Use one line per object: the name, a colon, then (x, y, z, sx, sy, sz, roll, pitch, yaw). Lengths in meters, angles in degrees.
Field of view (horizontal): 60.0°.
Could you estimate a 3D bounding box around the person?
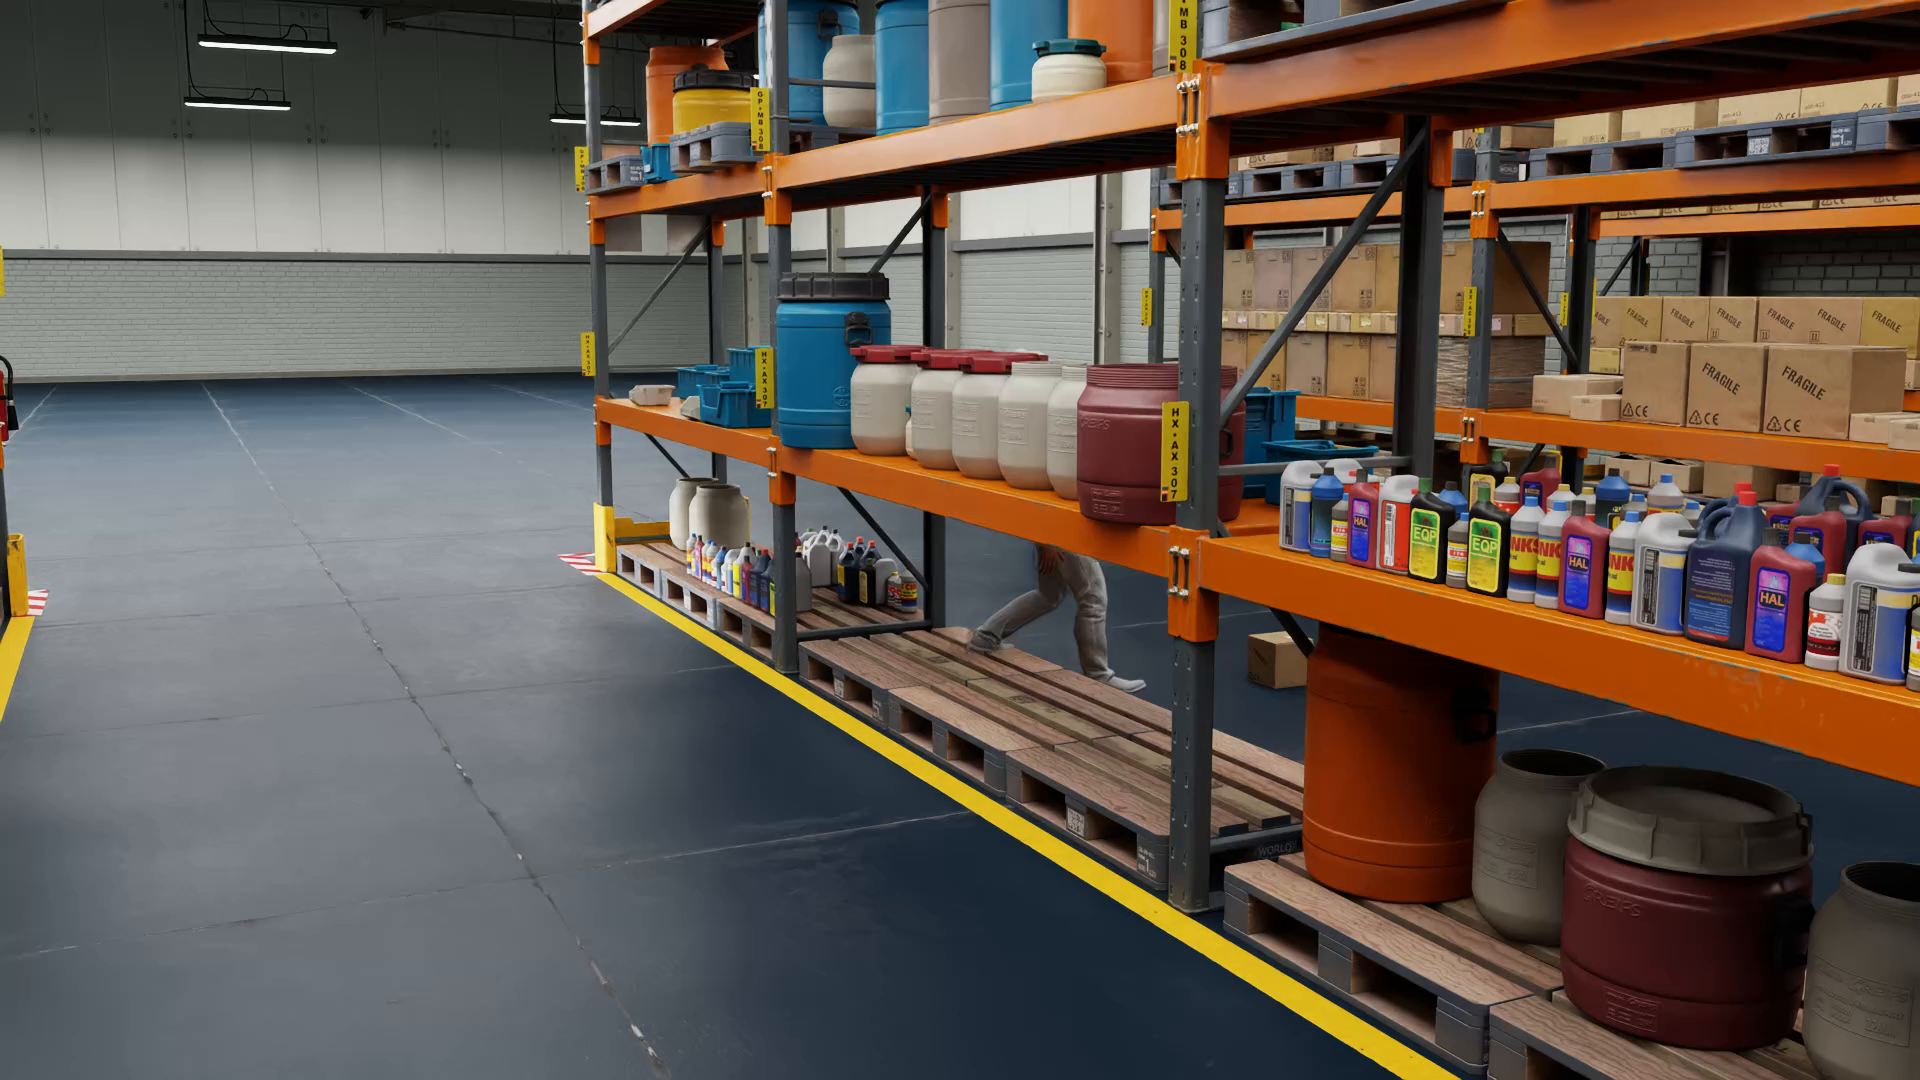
person: (0.505, -0.062, 8.697, 0.927, 1.744, 0.614, 0, 8, -1)
